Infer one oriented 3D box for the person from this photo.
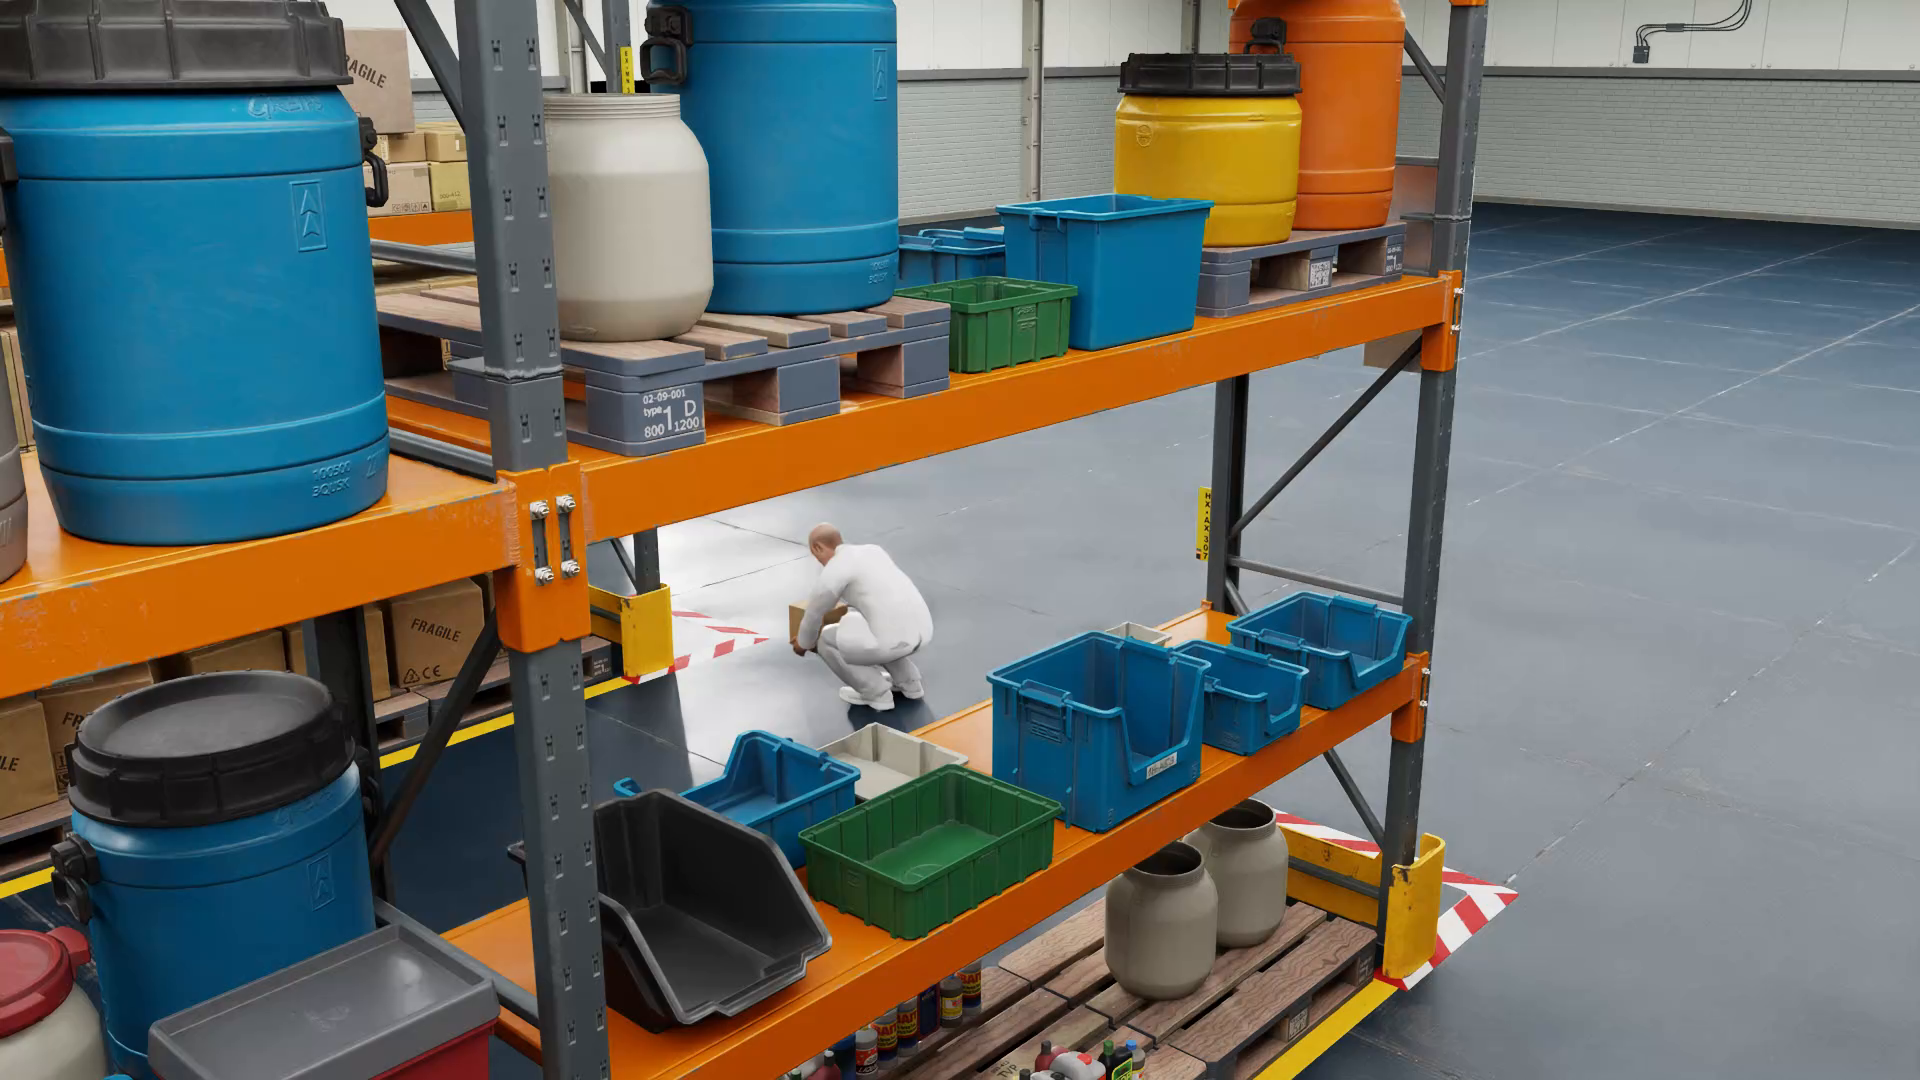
[{"bbox_3d":[-0.569,0.411,9.569,0.917,0.994,0.604,14,22,40],"label":"person"}]
